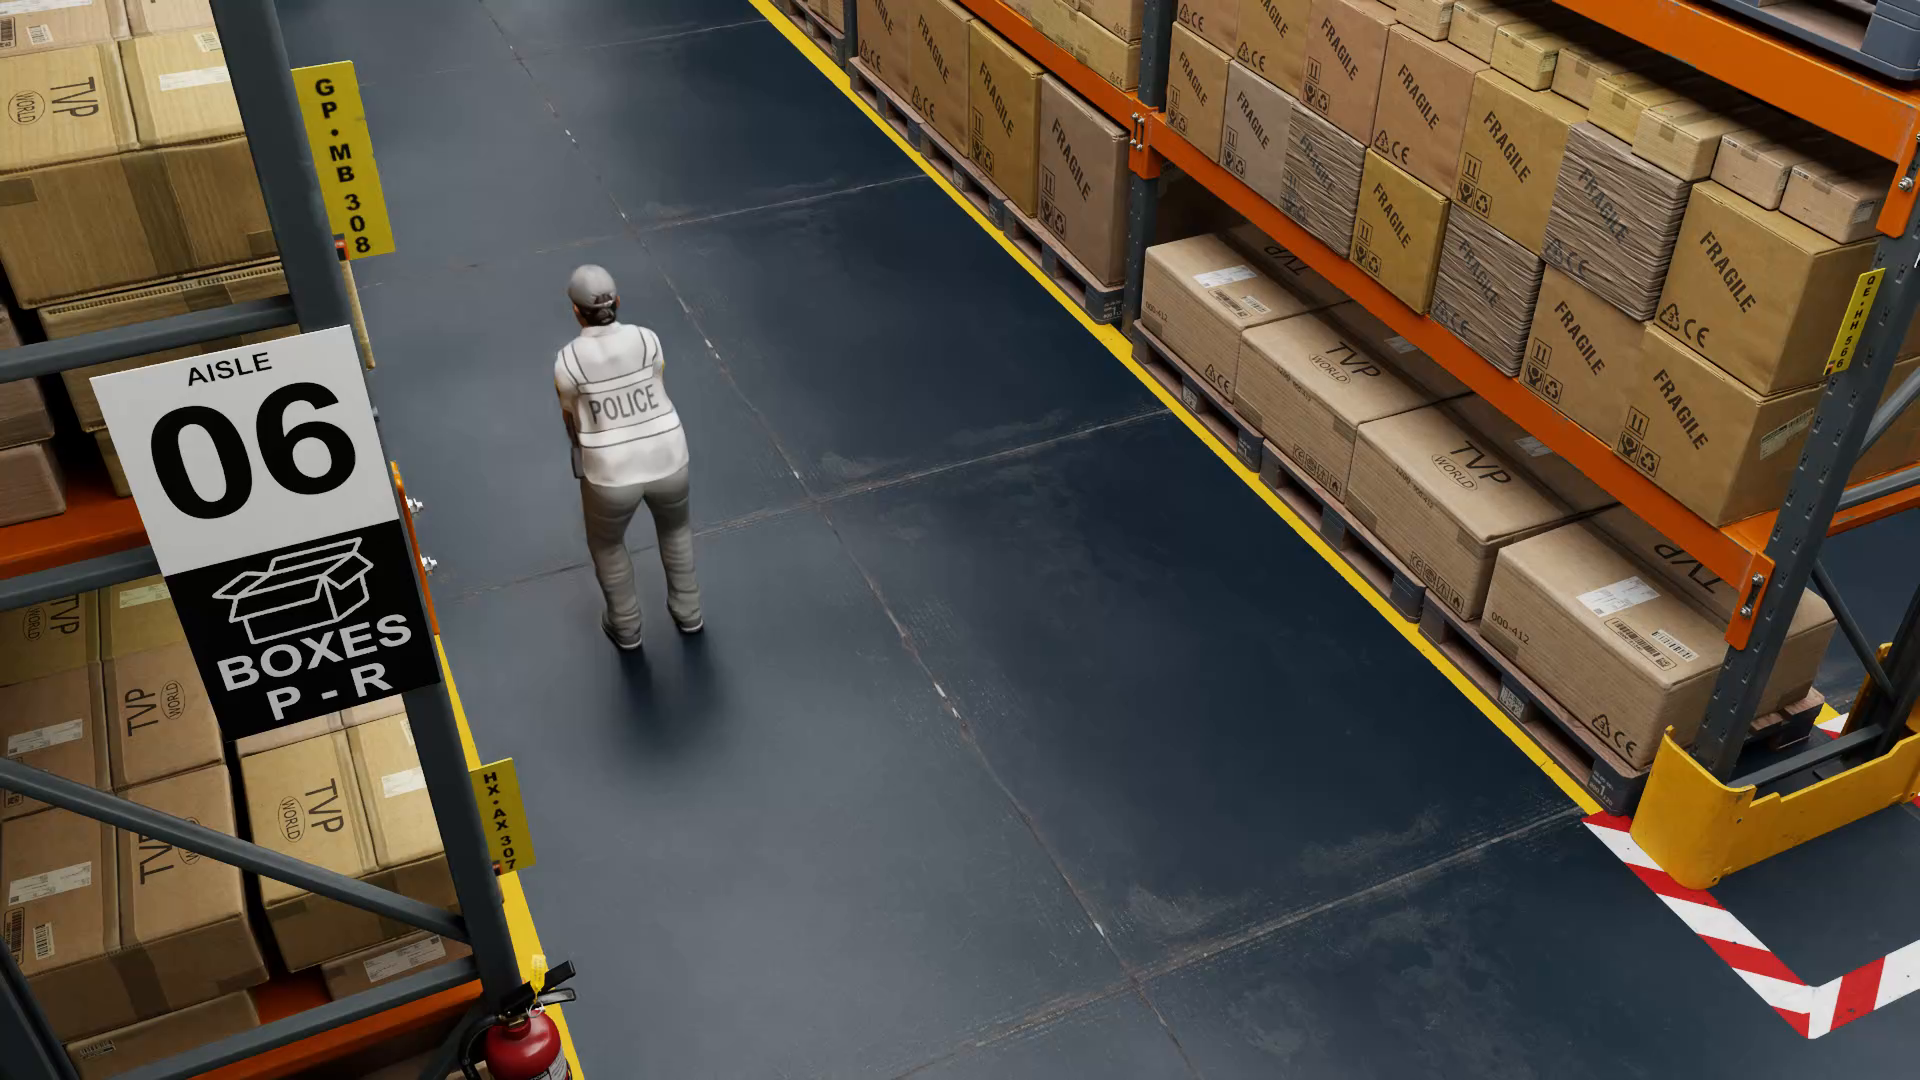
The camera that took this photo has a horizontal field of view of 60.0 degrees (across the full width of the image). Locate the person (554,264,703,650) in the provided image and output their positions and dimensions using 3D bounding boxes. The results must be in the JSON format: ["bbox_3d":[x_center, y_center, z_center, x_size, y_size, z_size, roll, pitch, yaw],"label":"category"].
[{"bbox_3d":[-1.327,-0.317,6.593,0.452,1.638,0.581,-17,41,-20],"label":"person"}]
